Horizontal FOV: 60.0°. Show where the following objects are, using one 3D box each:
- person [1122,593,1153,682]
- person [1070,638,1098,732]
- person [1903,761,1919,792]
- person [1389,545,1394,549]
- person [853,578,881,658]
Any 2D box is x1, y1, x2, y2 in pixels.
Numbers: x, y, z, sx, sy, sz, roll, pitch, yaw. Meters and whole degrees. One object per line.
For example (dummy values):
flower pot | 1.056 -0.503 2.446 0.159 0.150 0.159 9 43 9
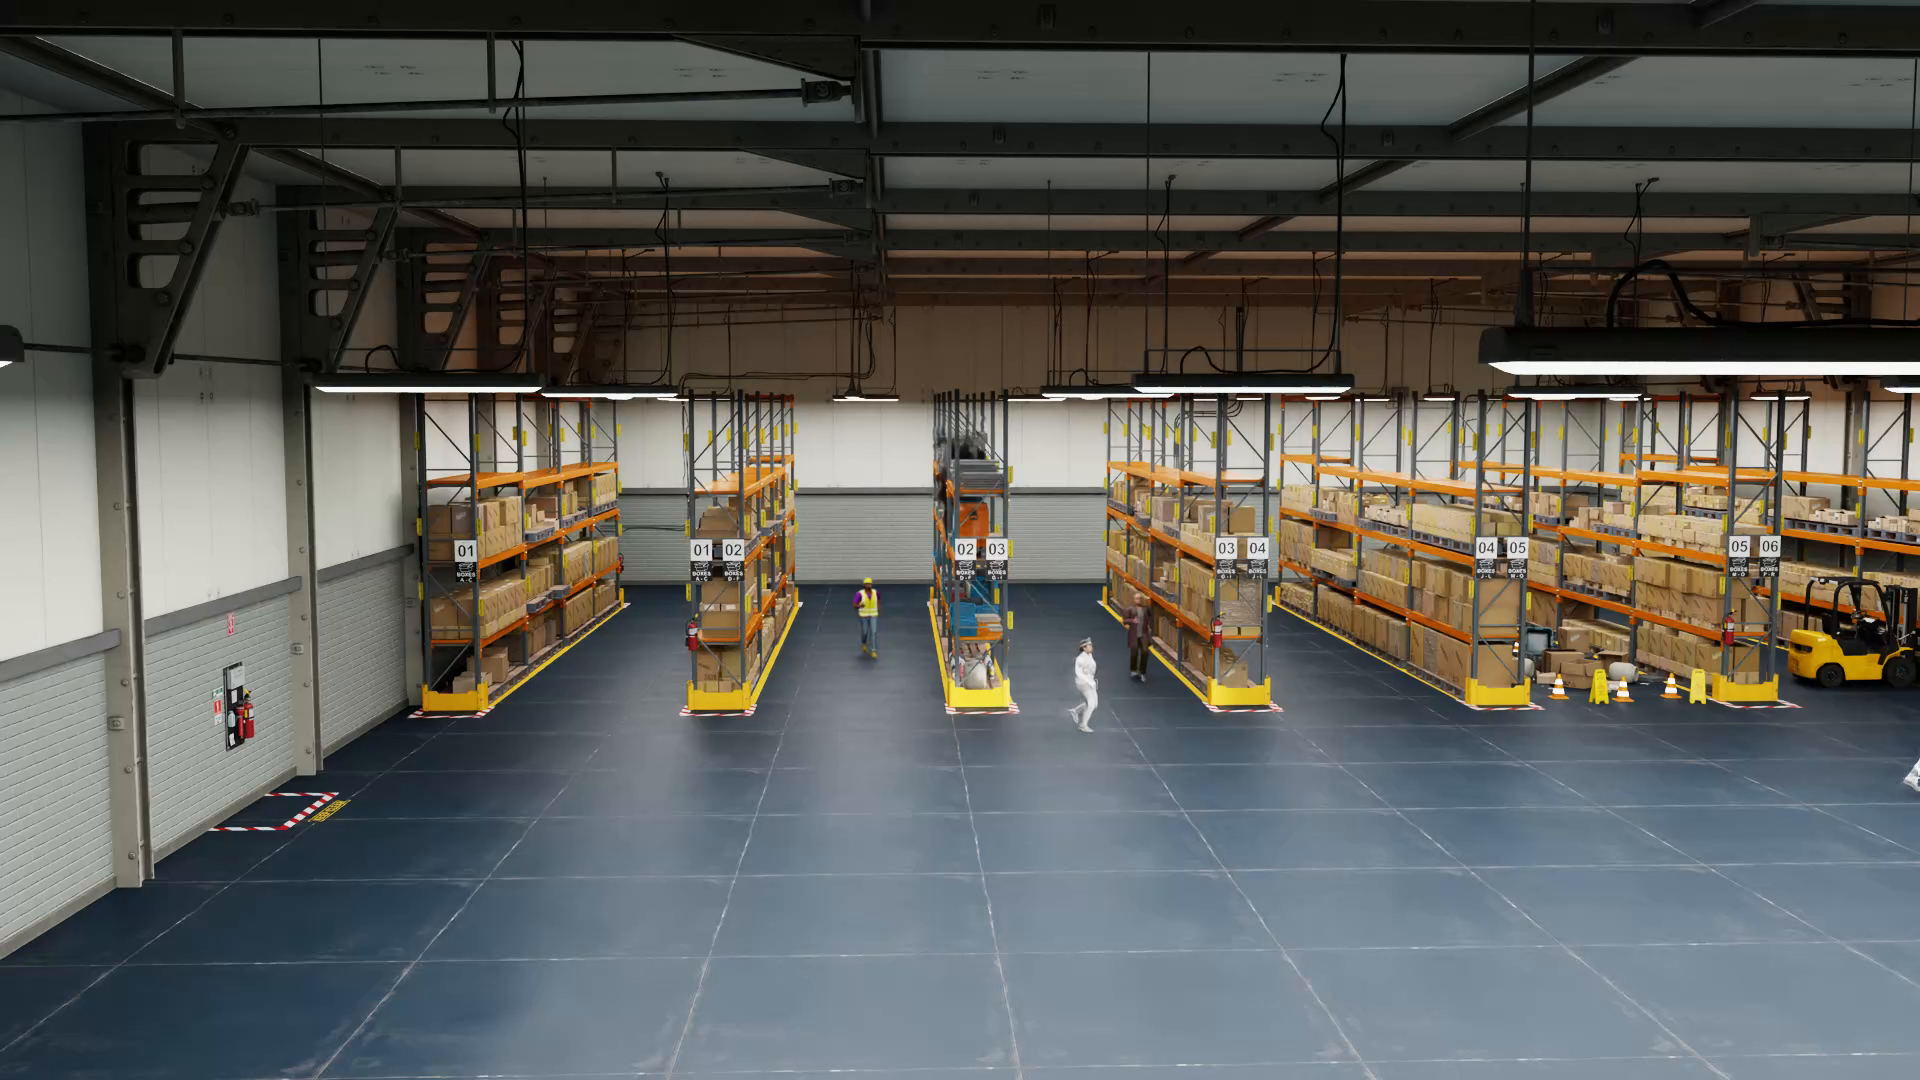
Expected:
person | 3.704 2.027 34.520 0.685 1.844 0.793 0 5 -4
person | 2.184 2.541 29.190 0.547 1.657 0.653 2 5 27
person | 14.268 2.870 24.175 0.912 1.831 0.574 3 5 31
person | 12.734 0.915 49.313 0.570 1.559 0.527 0 5 -4
person | -2.084 1.740 37.703 0.695 1.771 0.962 -1 5 -14
